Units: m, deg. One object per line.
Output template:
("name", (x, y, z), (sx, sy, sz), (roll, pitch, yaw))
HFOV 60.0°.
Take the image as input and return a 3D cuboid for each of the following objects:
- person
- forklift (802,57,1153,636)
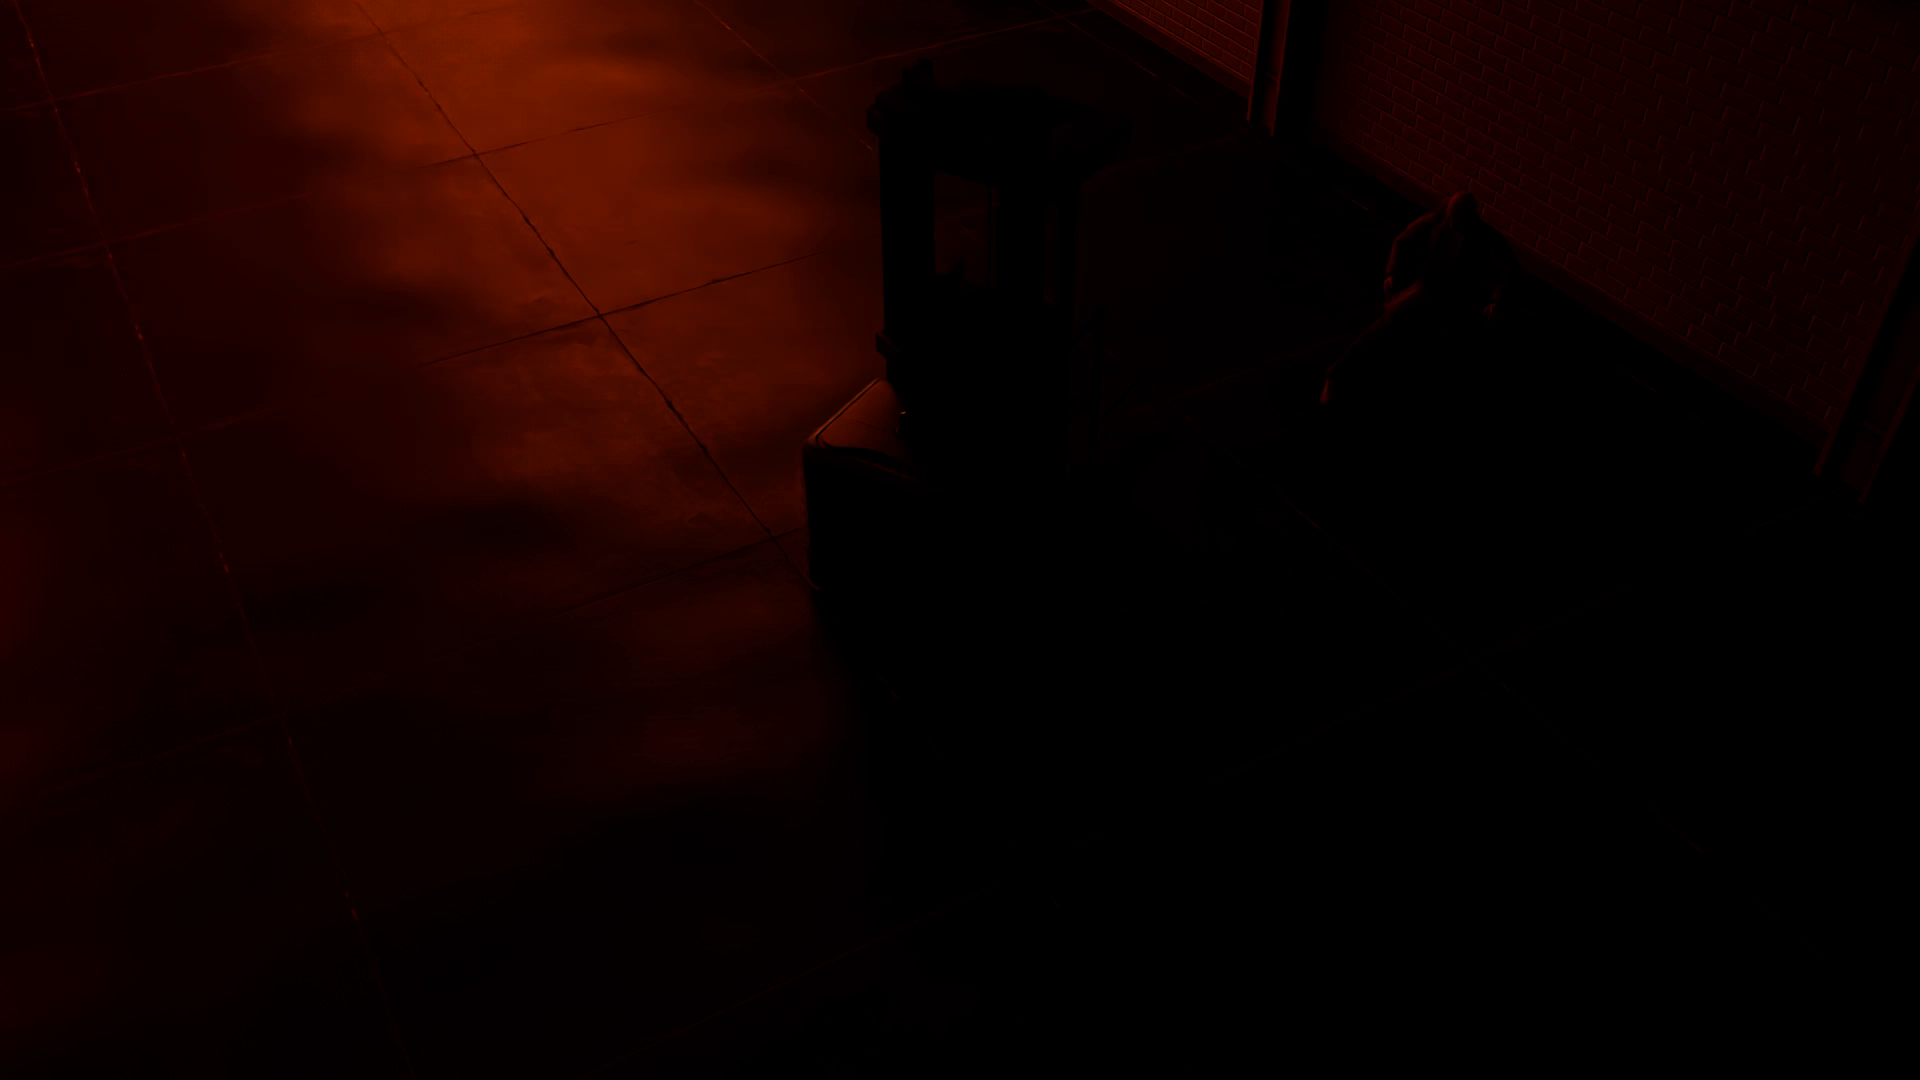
("person", (3.194, -1.528, 10.951), (1.309, 1.575, 0.995), (27, 47, 29))
("forklift", (0.278, -1.496, 9.839), (1.130, 2.935, 3.031), (21, 44, 23))
